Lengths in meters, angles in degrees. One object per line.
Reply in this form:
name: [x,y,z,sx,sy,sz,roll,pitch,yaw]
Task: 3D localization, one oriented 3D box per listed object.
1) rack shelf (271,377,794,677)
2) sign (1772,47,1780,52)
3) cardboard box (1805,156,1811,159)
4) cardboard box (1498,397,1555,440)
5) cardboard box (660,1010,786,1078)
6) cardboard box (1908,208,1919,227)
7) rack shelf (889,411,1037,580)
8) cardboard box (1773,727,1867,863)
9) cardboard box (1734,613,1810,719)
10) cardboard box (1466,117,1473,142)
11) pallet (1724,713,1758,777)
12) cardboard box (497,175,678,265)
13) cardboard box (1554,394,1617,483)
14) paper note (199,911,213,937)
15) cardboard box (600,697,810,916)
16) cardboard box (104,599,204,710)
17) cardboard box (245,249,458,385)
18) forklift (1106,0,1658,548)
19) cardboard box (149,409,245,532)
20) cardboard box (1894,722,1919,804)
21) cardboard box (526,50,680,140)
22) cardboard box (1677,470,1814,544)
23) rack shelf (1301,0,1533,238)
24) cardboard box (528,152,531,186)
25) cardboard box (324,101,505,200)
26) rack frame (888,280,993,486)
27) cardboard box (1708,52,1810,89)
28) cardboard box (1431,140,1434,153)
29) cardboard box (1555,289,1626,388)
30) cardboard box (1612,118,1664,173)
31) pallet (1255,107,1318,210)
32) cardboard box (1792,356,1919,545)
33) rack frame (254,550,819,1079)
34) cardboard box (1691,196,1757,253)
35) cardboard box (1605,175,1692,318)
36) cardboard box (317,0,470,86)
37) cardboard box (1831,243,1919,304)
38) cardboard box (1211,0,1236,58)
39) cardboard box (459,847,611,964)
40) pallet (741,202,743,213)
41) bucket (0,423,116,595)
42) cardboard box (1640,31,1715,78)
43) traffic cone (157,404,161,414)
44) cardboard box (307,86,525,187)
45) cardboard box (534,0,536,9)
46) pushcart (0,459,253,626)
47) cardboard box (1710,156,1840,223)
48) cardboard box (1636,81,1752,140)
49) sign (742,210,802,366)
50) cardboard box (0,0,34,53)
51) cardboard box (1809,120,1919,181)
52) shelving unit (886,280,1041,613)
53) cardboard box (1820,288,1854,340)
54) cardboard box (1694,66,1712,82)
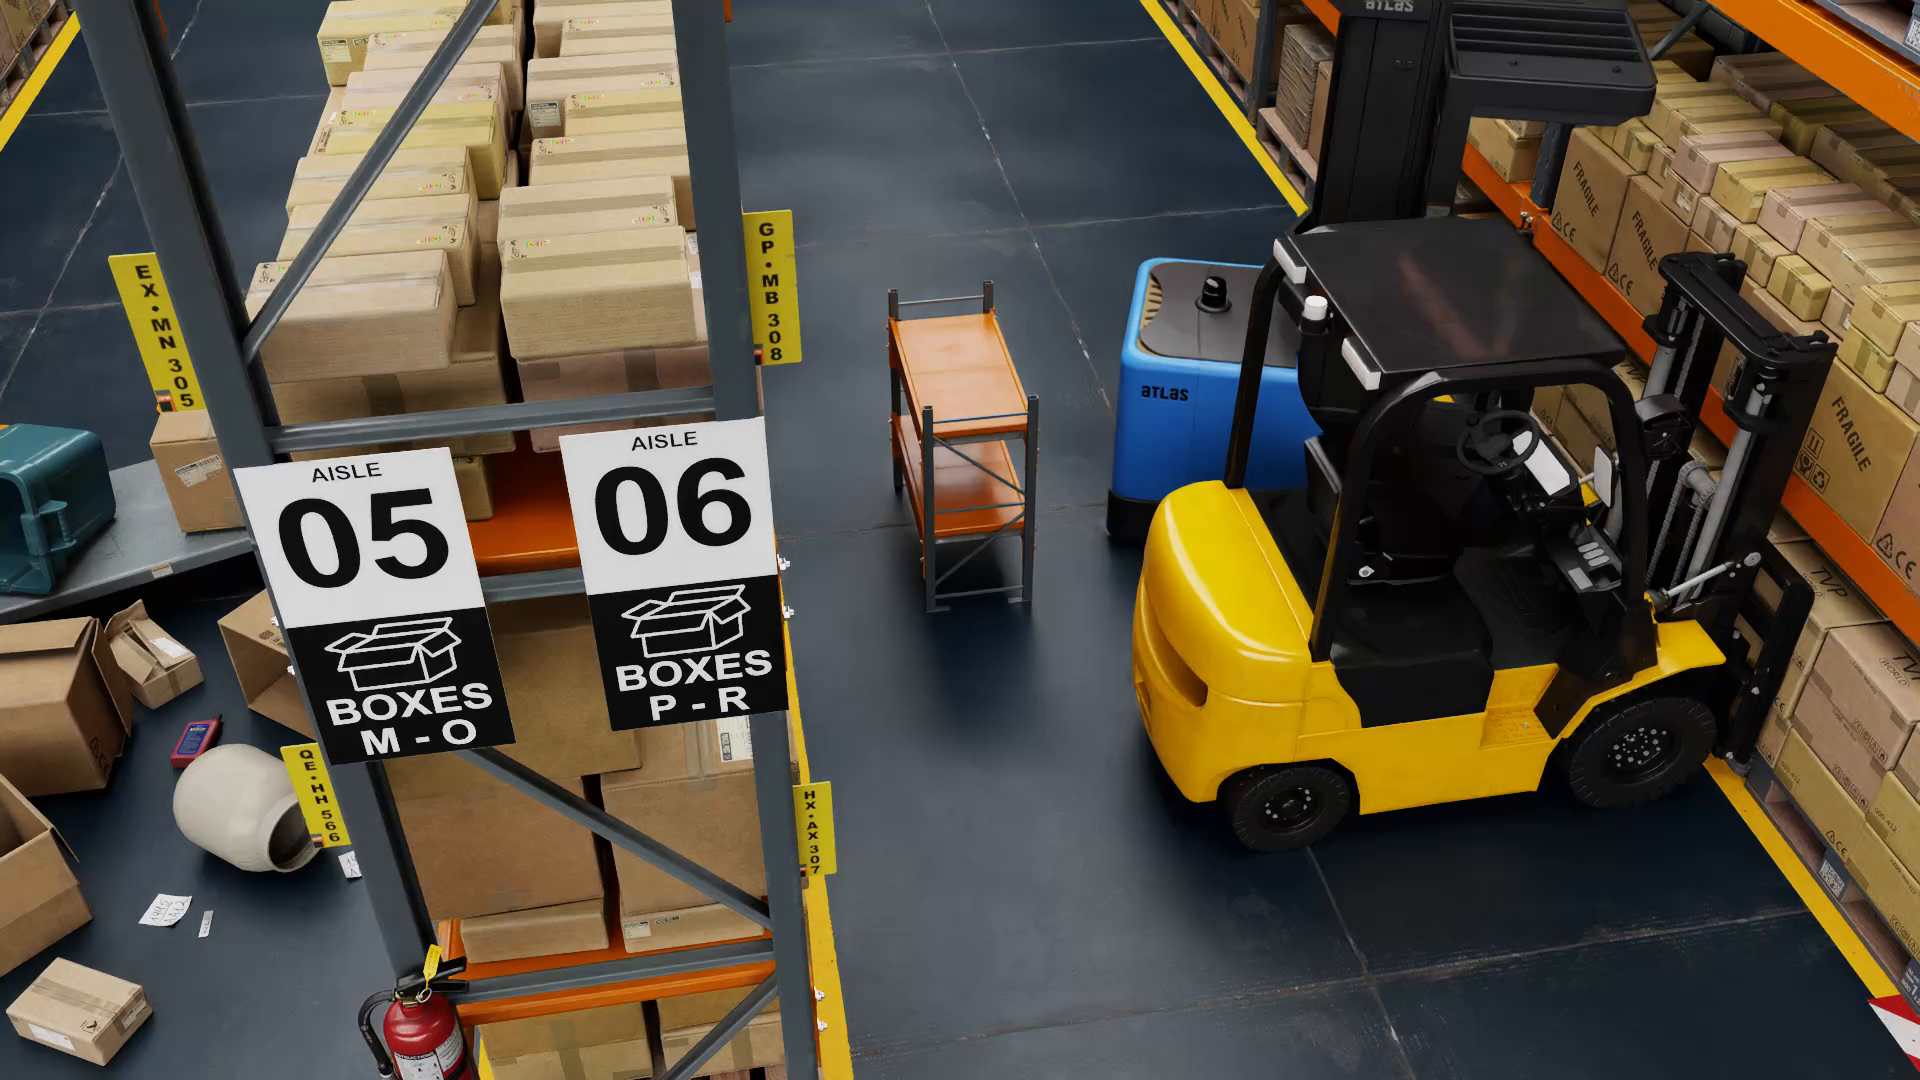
rack shelf: [-1.244,-0.995,5.127,1.077,0.370,4.000,-6,38,-8]
sign: [3.837,-2.272,7.859,0.100,0.325,0.005,-6,38,-8]
cardboard box: [3.717,-1.659,7.230,0.380,0.149,0.250,-5,38,-7]
cardboard box: [3.050,-0.590,8.364,0.500,0.250,0.500,-6,38,-7]
cardboard box: [-0.763,1.517,5.651,0.500,0.250,0.500,-7,38,-8]
cardboard box: [3.851,-1.158,6.342,0.380,0.149,0.250,-5,38,-7]
rack shelf: [-0.001,-0.255,7.960,0.538,0.278,1.000,-6,38,-8]
cardboard box: [3.521,0.947,6.385,0.500,0.250,0.500,-6,38,-8]
cardboard box: [3.411,0.426,6.648,0.500,0.250,0.500,-7,38,-9]
cardboard box: [2.852,-2.358,8.863,0.500,0.250,0.500,-6,38,-8]
pallet: [3.607,0.486,7.352,1.003,0.211,1.213,-6,38,-8]
cardboard box: [-0.815,-0.673,3.682,0.380,0.149,0.250,-6,38,-8]
cardboard box: [3.162,-0.486,7.822,0.500,0.250,0.500,-6,38,-8]
paper note: [-2.846,1.448,6.277,0.032,0.001,0.123,-6,38,-8]
cardboard box: [-0.704,0.641,4.556,0.500,0.500,0.500,-7,38,-9]
cardboard box: [-3.565,0.500,7.289,0.396,0.266,0.258,27,45,30]
cardboard box: [-1.244,-0.459,3.405,0.380,0.149,0.250,-6,38,-8]
forklift: [2.280,-1.263,7.387,3.031,2.935,1.130,6,38,8]
cardboard box: [-3.342,-0.404,7.646,0.500,0.500,0.500,-6,38,-8]
cardboard box: [3.605,0.858,5.684,0.500,0.250,0.500,-5,38,-6]
cardboard box: [-0.907,-1.130,4.269,0.380,0.149,0.250,-6,38,-8]
cardboard box: [3.330,-0.060,6.866,0.500,0.250,0.500,-7,38,-9]
rack shelf: [2.940,-2.762,9.847,1.077,0.370,4.000,-6,38,-8]
cardboard box: [-0.798,-0.766,4.126,0.500,0.250,0.500,-7,38,-9]
cardboard box: [-1.308,-0.930,4.011,0.380,0.149,0.250,-6,38,-8]
rack frame: [-0.090,-0.755,8.205,0.500,1.125,0.032,-6,38,-8]
cardboard box: [3.645,-2.091,7.544,0.380,0.149,0.250,-6,38,-8]
cardboard box: [2.926,-2.304,10.264,0.875,0.625,0.625,-8,39,-10]
cardboard box: [3.067,-0.987,8.060,0.500,0.250,0.500,-7,38,-9]
cardboard box: [3.135,-1.757,7.356,0.380,0.149,0.250,-5,38,-7]
pallet: [2.696,-2.652,11.391,1.003,0.211,1.213,-6,38,-8]
cardboard box: [3.476,-0.355,6.080,0.500,0.500,0.500,-7,38,-9]
rack frame: [-0.894,1.114,4.271,1.000,3.000,0.127,-6,38,-8]
cardboard box: [3.223,-1.287,6.751,0.380,0.149,0.250,-7,38,-8]
cardboard box: [3.219,-1.269,7.257,0.500,0.500,0.500,-6,38,-7]
cardboard box: [-1.546,-1.381,4.593,0.380,0.149,0.250,-5,38,-7]
cardboard box: [3.447,-0.955,6.081,0.380,0.149,0.250,-6,38,-7]
cardboard box: [2.227,-3.969,12.509,0.500,0.500,0.500,-7,38,-9]
cardboard box: [-1.170,1.010,4.609,0.380,0.149,0.250,-5,38,-6]
pallet: [-1.586,-1.704,8.054,1.003,0.211,1.213,-6,38,-8]
bucket: [-4.157,-0.182,7.368,0.726,0.611,0.620,6,28,8]
cardboard box: [3.441,-2.369,8.144,0.380,0.149,0.250,-7,38,-9]
traffic cone: [-4.226,-0.966,9.017,0.336,0.463,0.334,-6,38,-8]
cardboard box: [-1.431,-1.026,4.460,0.500,0.250,0.500,-5,38,-7]
cardboard box: [-1.088,-1.693,5.318,0.500,0.250,0.500,-7,38,-9]
pushcart: [-3.831,0.009,7.831,1.648,0.377,0.936,-20,42,-23]
cardboard box: [3.259,-1.405,6.661,0.380,0.149,0.250,-7,38,-9]
cardboard box: [3.207,-1.880,7.273,0.380,0.149,0.250,-6,38,-7]
sign: [-0.360,-0.474,3.158,0.100,0.325,0.005,-6,38,-8]
cardboard box: [-7.386,-3.990,12.535,0.500,0.500,0.500,-7,38,-9]
cardboard box: [3.813,-1.632,6.953,0.380,0.149,0.250,-7,38,-9]
shelving unit: [-0.001,-0.448,7.810,0.538,1.125,1.048,-6,38,-8]
cardboard box: [3.452,-0.830,6.163,0.380,0.149,0.250,-6,38,-8]
cardboard box: [3.454,-2.311,8.394,0.500,0.250,0.500,-7,38,-9]
